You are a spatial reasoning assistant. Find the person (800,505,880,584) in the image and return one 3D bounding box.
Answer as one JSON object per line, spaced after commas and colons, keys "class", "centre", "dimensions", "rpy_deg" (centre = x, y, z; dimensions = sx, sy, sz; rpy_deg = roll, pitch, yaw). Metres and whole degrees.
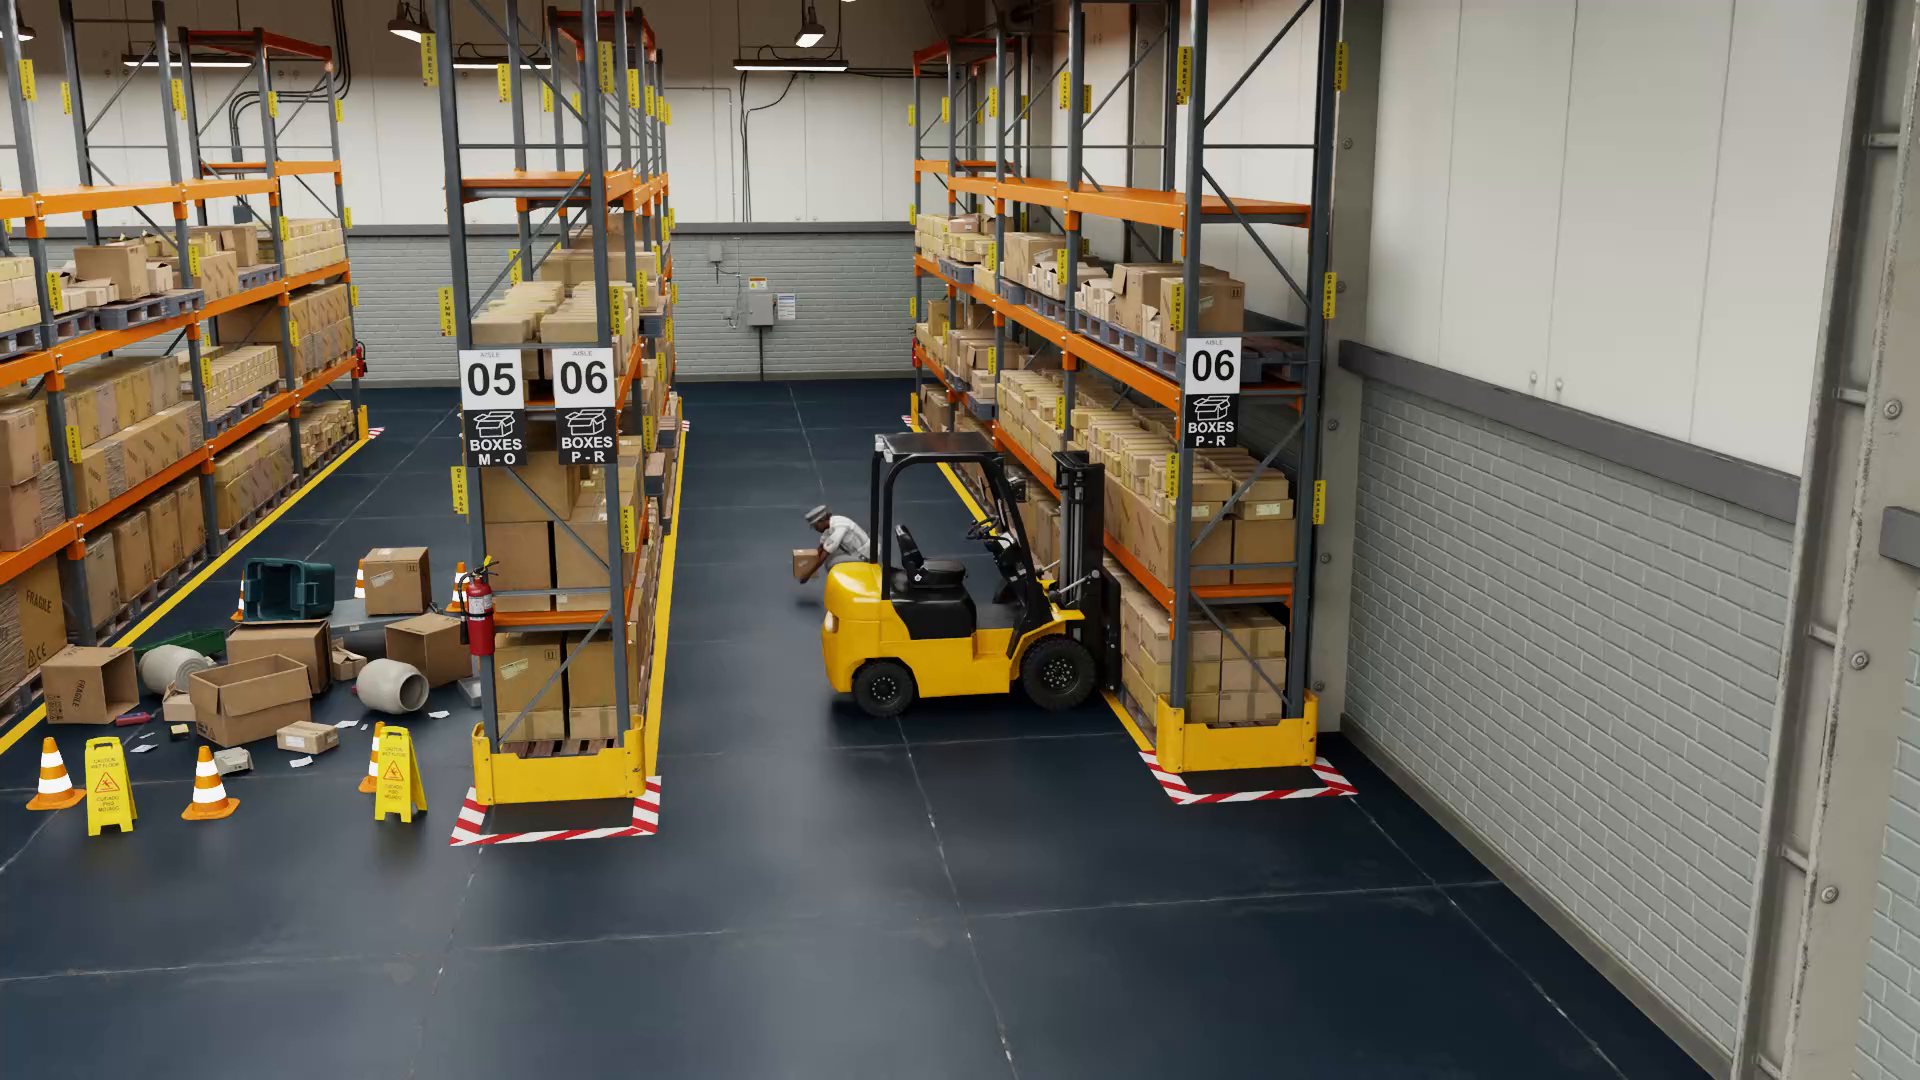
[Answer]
{"class": "person", "centre": [-1.251, 0.096, 17.159], "dimensions": [0.843, 0.954, 0.493], "rpy_deg": [-2, 13, -8]}
